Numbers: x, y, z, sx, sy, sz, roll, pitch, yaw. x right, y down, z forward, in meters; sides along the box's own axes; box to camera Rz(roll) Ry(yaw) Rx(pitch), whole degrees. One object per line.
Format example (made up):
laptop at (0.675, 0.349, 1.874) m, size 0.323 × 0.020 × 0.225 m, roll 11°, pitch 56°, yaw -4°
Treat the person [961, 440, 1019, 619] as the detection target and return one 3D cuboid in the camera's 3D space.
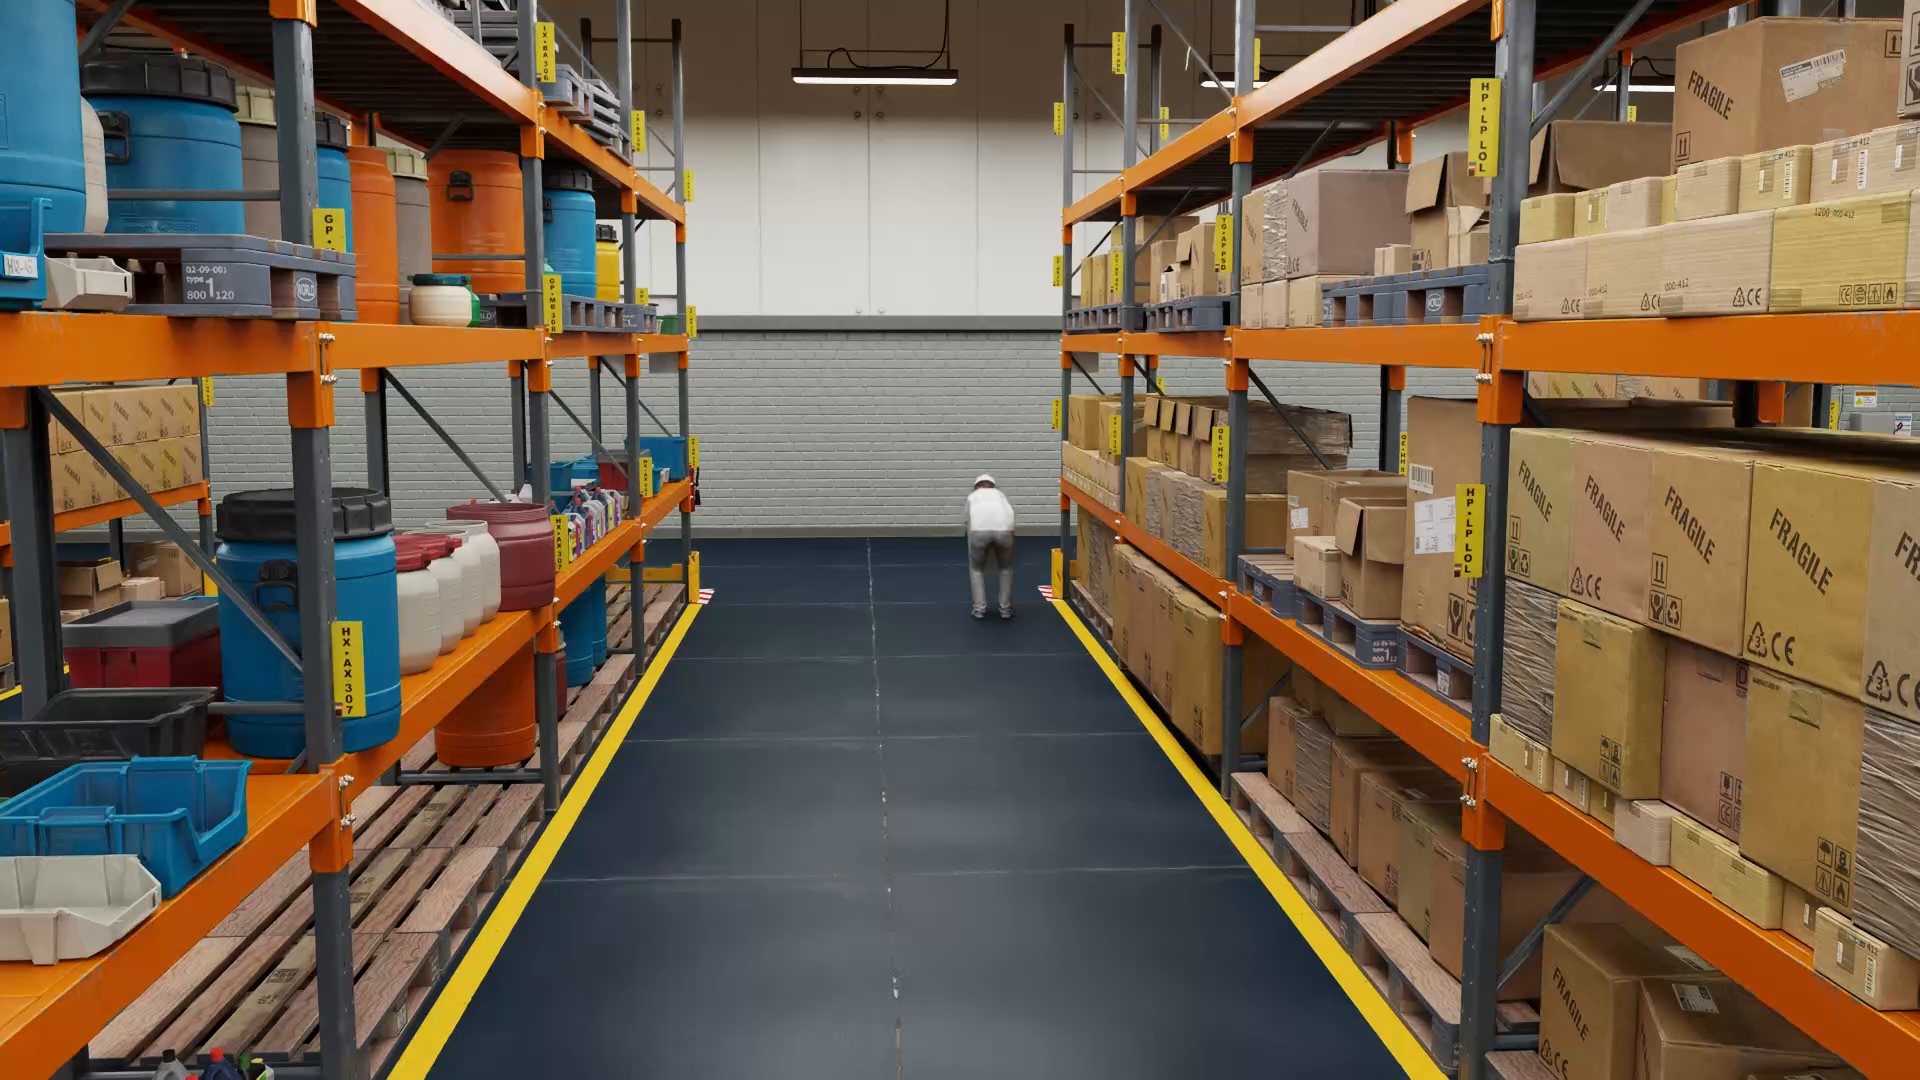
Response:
person at (0.296, -0.107, 16.547) m, size 0.584 × 1.767 × 0.463 m, roll -1°, pitch 7°, yaw -7°
